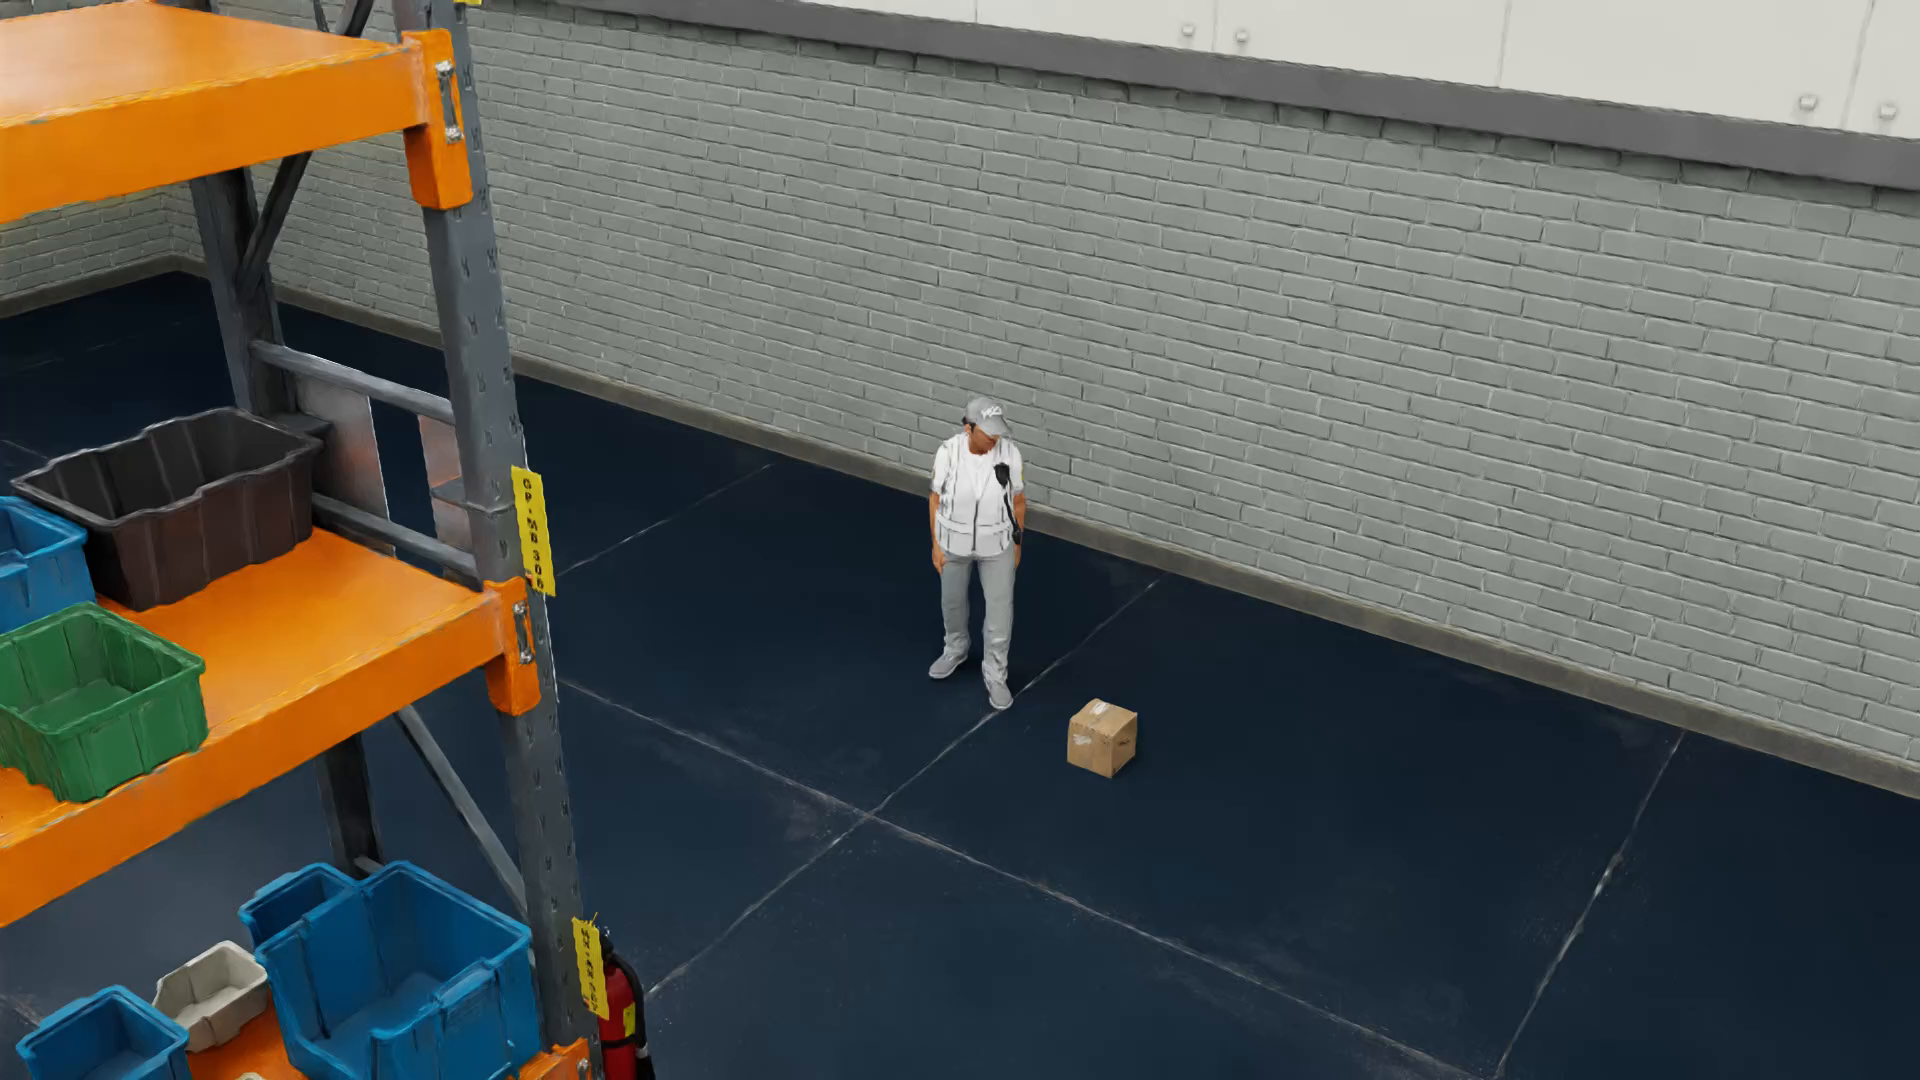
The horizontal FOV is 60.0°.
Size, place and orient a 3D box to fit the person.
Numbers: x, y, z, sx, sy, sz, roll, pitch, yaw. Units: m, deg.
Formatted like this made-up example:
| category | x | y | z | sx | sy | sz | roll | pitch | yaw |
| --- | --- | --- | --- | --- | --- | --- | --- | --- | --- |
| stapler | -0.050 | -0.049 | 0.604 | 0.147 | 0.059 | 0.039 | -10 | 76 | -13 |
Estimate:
| category | x | y | z | sx | sy | sz | roll | pitch | yaw |
| --- | --- | --- | --- | --- | --- | --- | --- | --- | --- |
| person | 0.080 | 0.031 | 8.552 | 0.505 | 1.666 | 0.523 | 2 | 27 | 3 |
